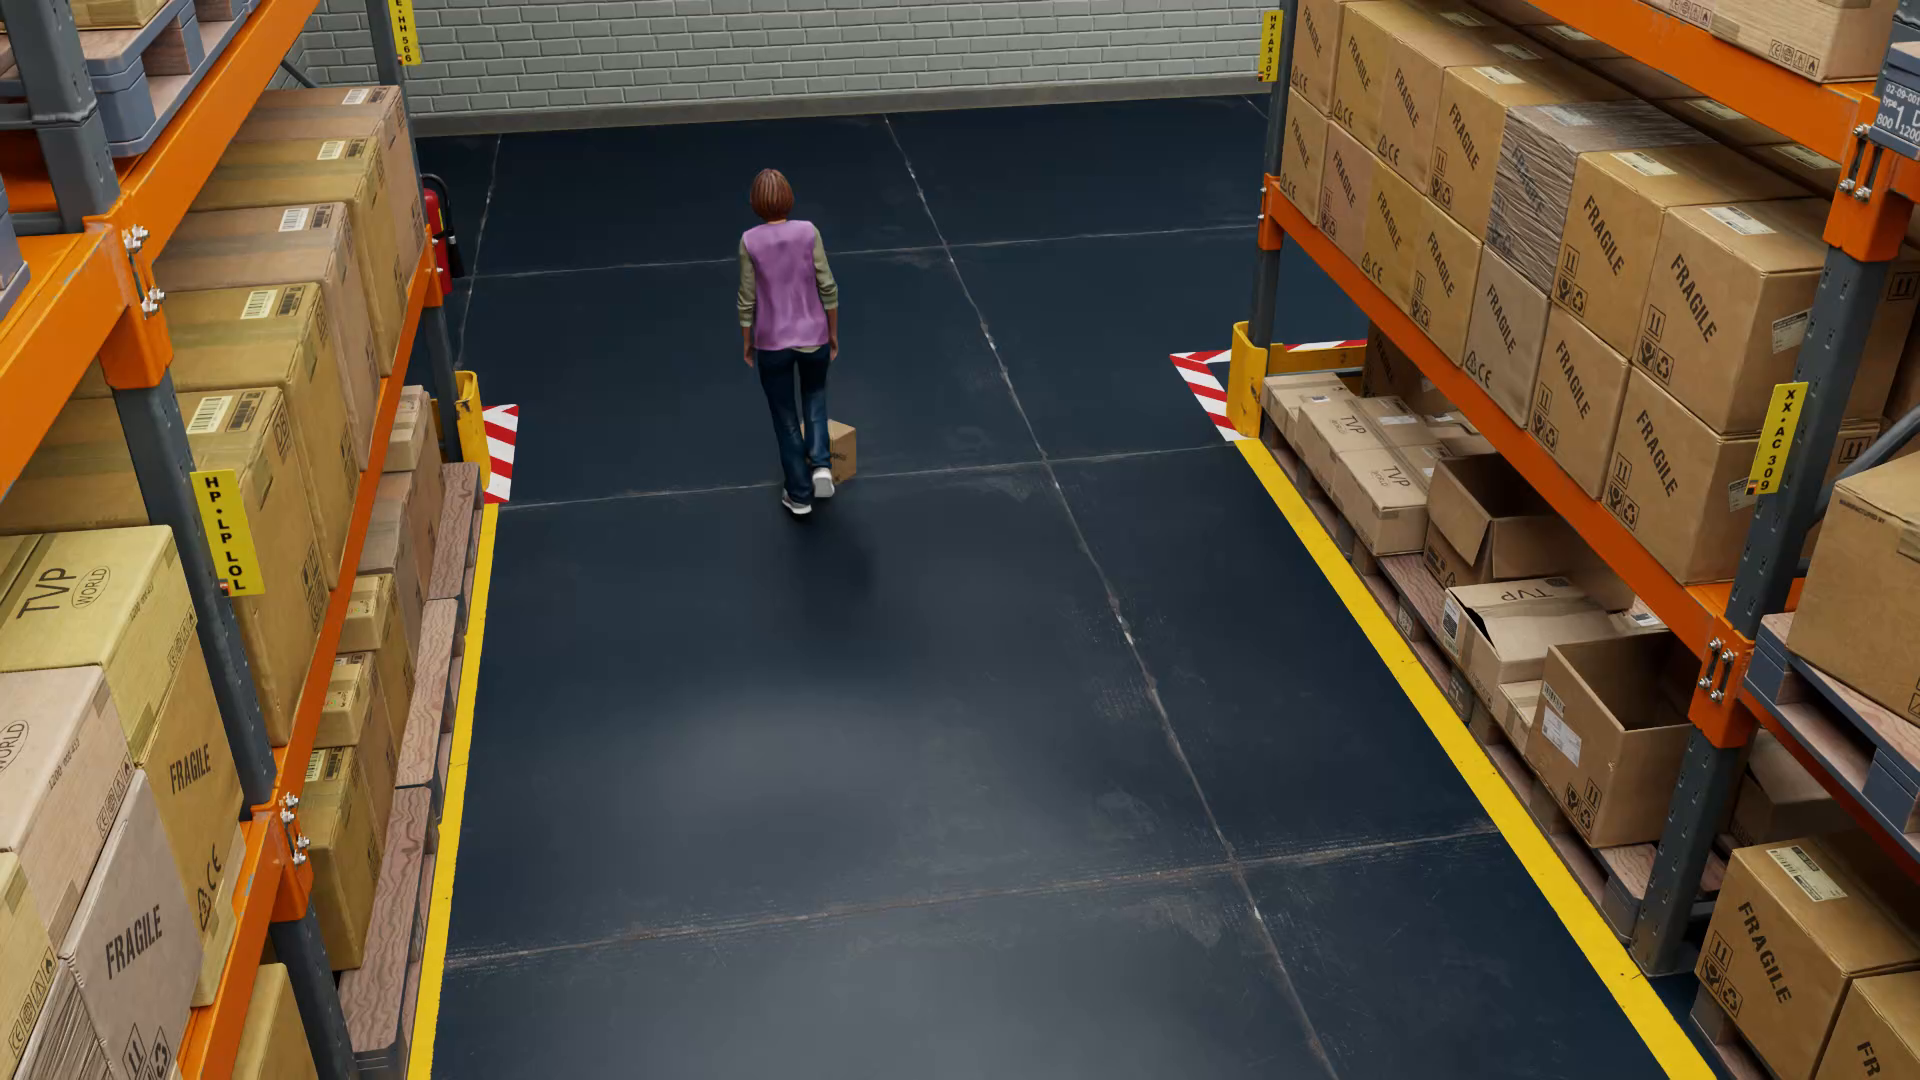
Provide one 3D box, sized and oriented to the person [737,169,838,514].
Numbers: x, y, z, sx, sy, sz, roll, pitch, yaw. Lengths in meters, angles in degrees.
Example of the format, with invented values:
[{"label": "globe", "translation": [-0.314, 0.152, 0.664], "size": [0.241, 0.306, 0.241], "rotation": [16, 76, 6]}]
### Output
[{"label": "person", "translation": [-0.767, -0.879, 7.561], "size": [0.450, 1.583, 0.456], "rotation": [-9, 32, -15]}]
